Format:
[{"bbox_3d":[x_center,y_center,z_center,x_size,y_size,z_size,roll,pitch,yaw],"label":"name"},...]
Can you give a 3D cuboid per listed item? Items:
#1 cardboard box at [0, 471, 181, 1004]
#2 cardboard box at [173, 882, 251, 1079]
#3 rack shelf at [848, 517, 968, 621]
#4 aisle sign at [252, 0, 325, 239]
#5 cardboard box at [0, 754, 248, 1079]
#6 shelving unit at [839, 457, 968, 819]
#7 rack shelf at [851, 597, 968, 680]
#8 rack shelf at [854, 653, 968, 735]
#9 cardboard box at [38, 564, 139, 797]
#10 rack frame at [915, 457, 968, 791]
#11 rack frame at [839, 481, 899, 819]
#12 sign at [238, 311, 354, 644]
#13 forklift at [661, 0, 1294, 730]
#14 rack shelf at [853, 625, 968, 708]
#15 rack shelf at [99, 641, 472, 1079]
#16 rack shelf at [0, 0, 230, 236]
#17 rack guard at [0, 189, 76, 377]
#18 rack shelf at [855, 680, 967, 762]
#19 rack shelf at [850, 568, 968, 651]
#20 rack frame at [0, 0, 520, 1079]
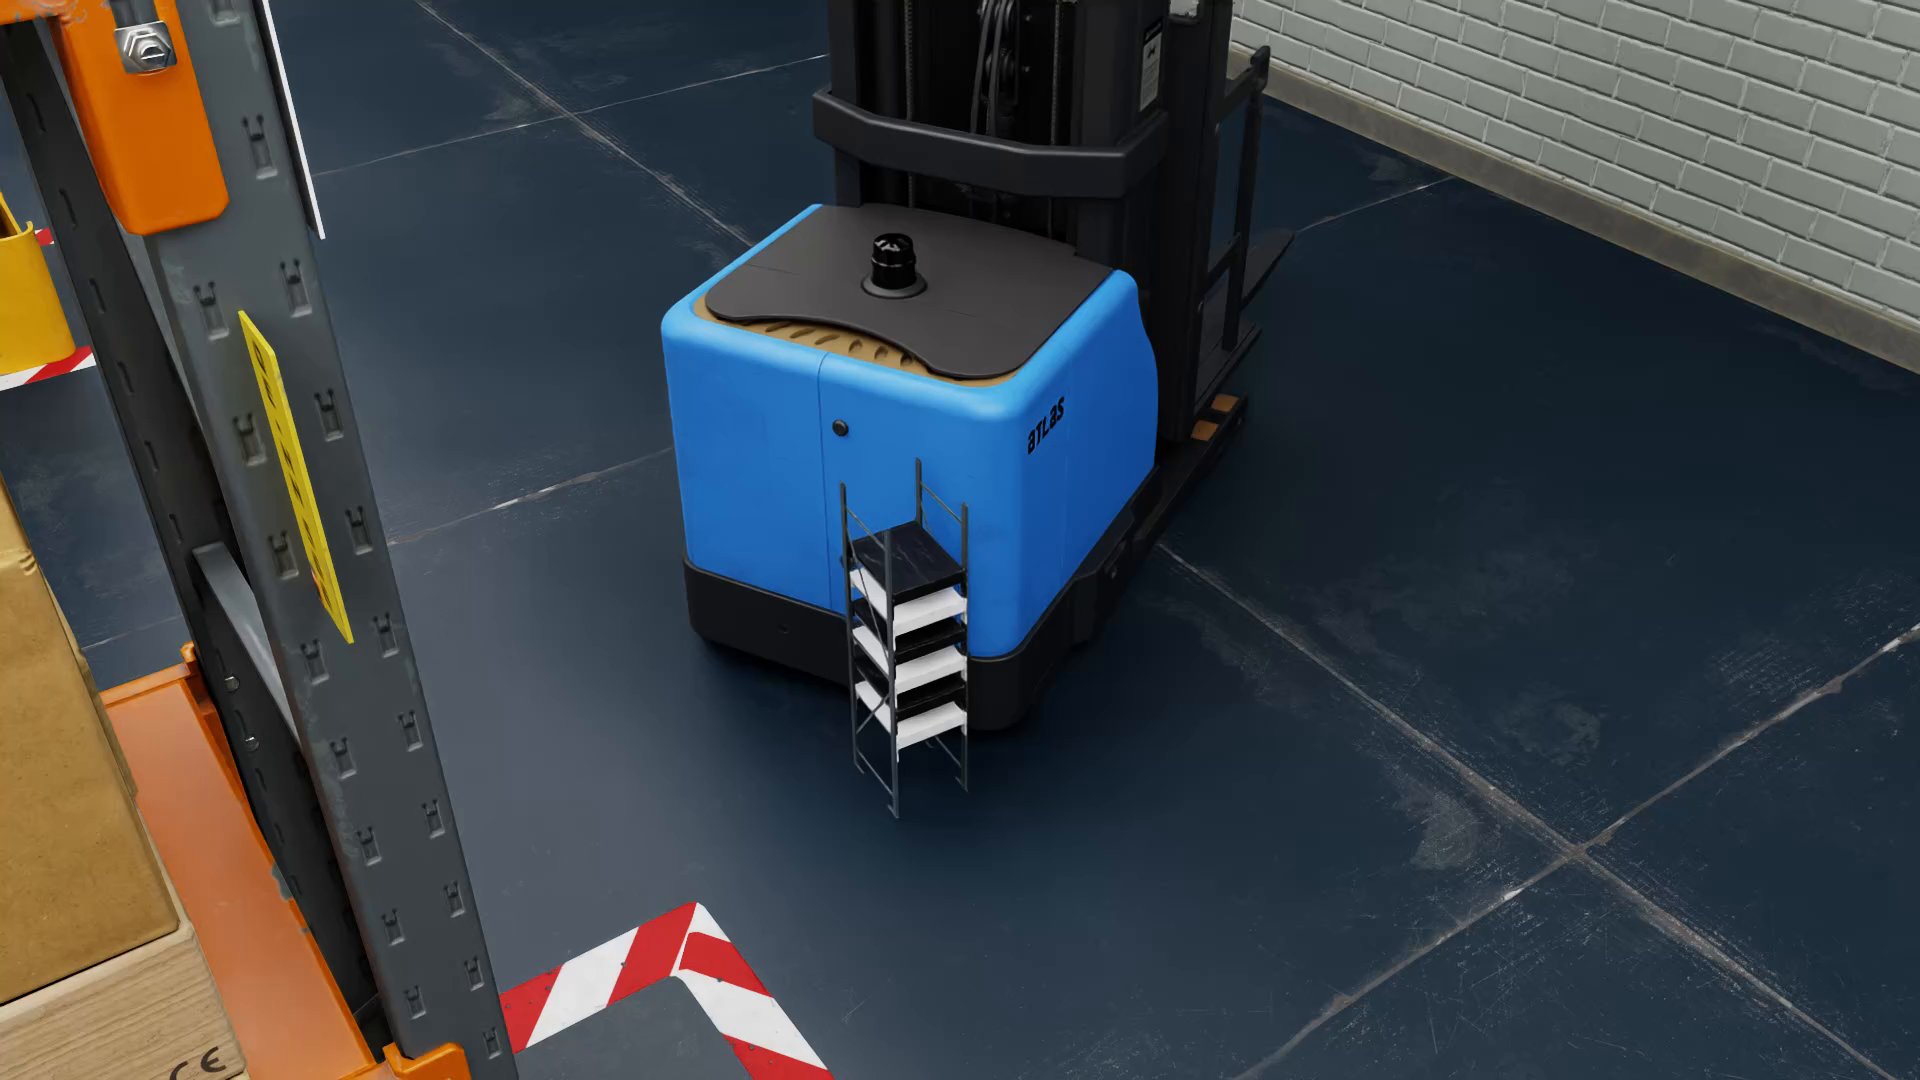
[{"bbox_3d":[-1.170,0.174,1.670,0.500,0.500,0.500,-22,41,-27],"label":"cardboard box"},{"bbox_3d":[-1.024,0.628,2.022,0.250,0.149,0.380,-22,41,-27],"label":"cardboard box"},{"bbox_3d":[-0.132,0.066,3.982,0.200,0.077,0.258,-19,40,-24],"label":"rack shelf"},{"bbox_3d":[-0.691,-0.687,1.410,0.004,0.787,0.394,-22,41,-28],"label":"aisle sign"},{"bbox_3d":[-1.166,0.479,1.888,0.500,0.250,0.500,-23,42,-29],"label":"cardboard box"},{"bbox_3d":[-0.132,0.258,4.120,0.210,0.900,0.258,-19,40,-24],"label":"shelving unit"},{"bbox_3d":[-0.132,0.212,4.087,0.200,0.077,0.258,-19,40,-24],"label":"rack shelf"},{"bbox_3d":[-0.132,0.358,4.192,0.200,0.077,0.258,-19,40,-24],"label":"rack shelf"},{"bbox_3d":[-1.471,0.222,2.246,0.500,0.250,0.500,-24,42,-29],"label":"cardboard box"},{"bbox_3d":[-0.044,0.228,4.162,0.006,0.900,0.240,-19,40,-24],"label":"rack frame"},{"bbox_3d":[-0.220,0.288,4.079,0.006,0.900,0.240,-19,40,-24],"label":"rack frame"},{"bbox_3d":[-0.622,-0.053,1.560,0.005,0.325,0.100,-22,41,-28],"label":"sign"},{"bbox_3d":[0.335,-1.530,4.867,1.130,2.935,3.031,16,39,21],"label":"forklift"},{"bbox_3d":[-0.132,0.285,4.140,0.200,0.077,0.258,-19,40,-24],"label":"rack shelf"},{"bbox_3d":[-2.558,1.214,1.609,4.000,0.370,1.077,-22,41,-28],"label":"rack shelf"},{"bbox_3d":[-2.558,-0.004,0.733,4.000,0.370,1.077,-22,41,-28],"label":"rack shelf"},{"bbox_3d":[-3.764,-1.114,6.371,0.348,0.500,1.175,-22,41,-28],"label":"rack guard"},{"bbox_3d":[-0.132,0.431,4.245,0.200,0.077,0.258,-19,40,-24],"label":"rack shelf"},{"bbox_3d":[-0.132,0.139,4.035,0.200,0.077,0.258,-19,40,-24],"label":"rack shelf"},{"bbox_3d":[-0.921,0.251,2.332,0.053,2.616,0.949,-22,41,-28],"label":"rack frame"}]
